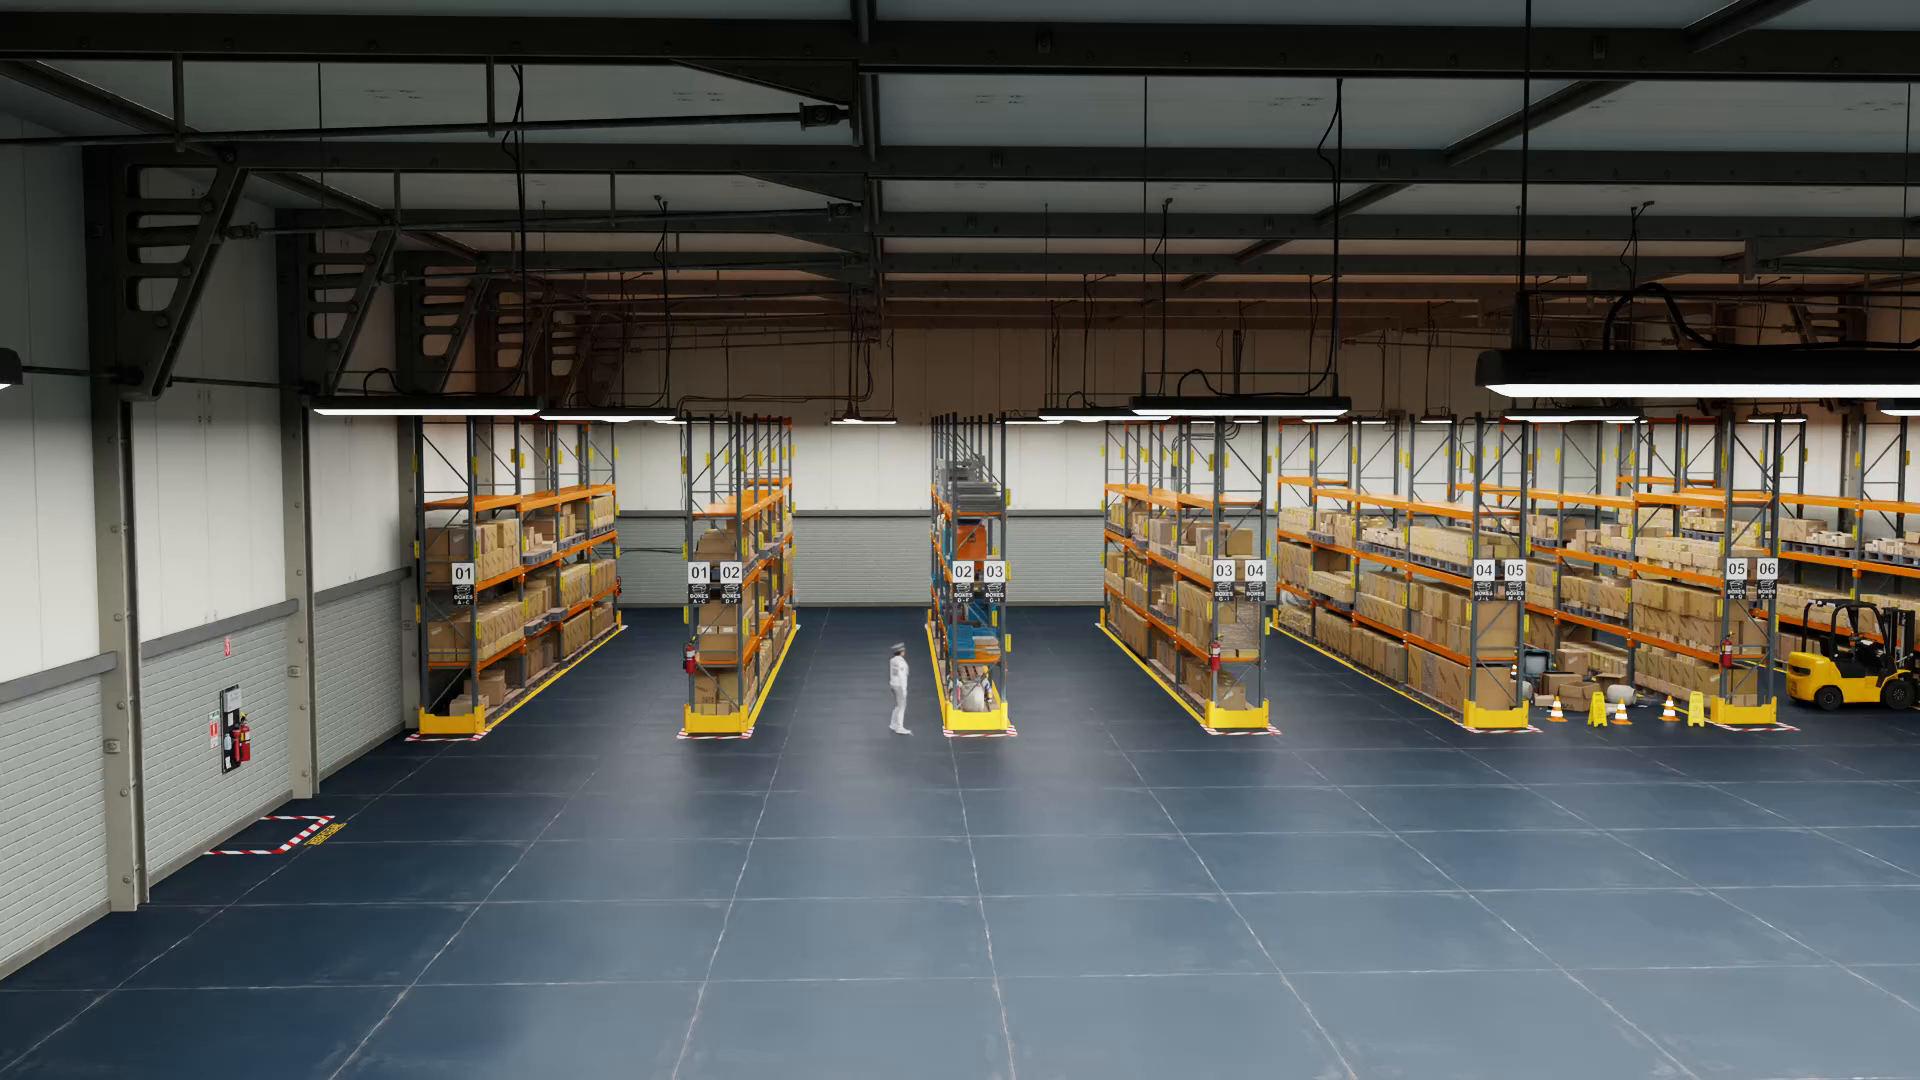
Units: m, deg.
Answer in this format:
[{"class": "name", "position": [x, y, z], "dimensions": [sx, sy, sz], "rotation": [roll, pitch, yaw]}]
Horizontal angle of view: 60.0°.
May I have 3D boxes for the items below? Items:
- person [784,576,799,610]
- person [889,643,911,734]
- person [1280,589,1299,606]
[{"class": "person", "position": [-4.977, 1.537, 48.479], "dimensions": [0.482, 1.778, 0.599], "rotation": [0, 4, 7]}, {"class": "person", "position": [-1.129, 2.788, 31.151], "dimensions": [0.345, 1.726, 0.560], "rotation": [-2, 4, -23]}, {"class": "person", "position": [9.932, 1.411, 50.153], "dimensions": [0.699, 1.766, 0.566], "rotation": [-4, 5, -44]}]
